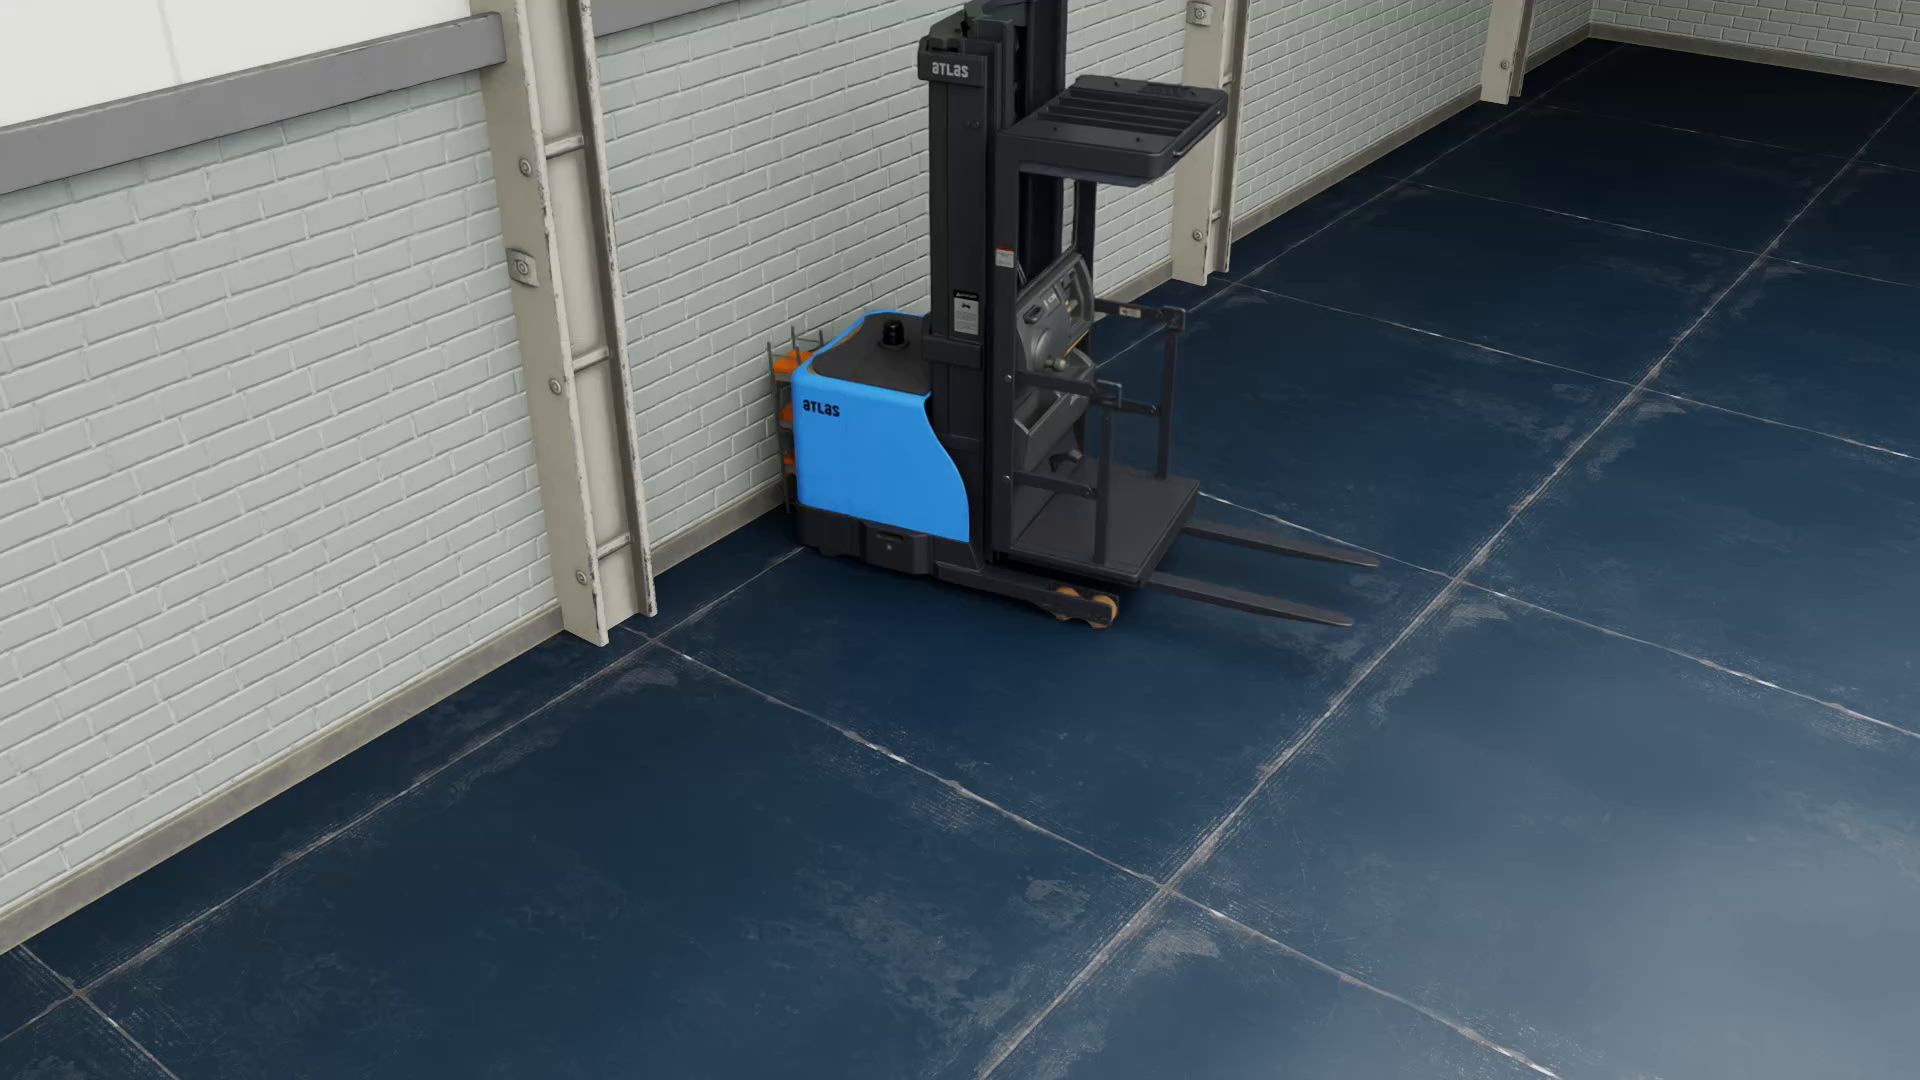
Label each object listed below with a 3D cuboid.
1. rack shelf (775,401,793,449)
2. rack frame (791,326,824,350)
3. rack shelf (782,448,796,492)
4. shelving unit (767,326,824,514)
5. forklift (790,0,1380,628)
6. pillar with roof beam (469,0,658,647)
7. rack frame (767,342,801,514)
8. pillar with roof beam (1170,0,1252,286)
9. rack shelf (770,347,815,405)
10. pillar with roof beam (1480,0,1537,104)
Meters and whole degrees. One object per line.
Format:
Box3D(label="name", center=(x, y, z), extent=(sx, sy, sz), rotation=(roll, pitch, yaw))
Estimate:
Box3D(label="rack shelf", center=(-0.872, -0.643, 9.313), extent=(0.215, 0.259, 0.240), rotation=(11, 32, 24))
Box3D(label="rack frame", center=(-0.818, -0.707, 9.402), extent=(0.200, 1.050, 0.008), rotation=(11, 32, 24))
Box3D(label="rack shelf", center=(-0.858, -0.400, 9.448), extent=(0.215, 0.259, 0.240), rotation=(11, 32, 24))
Box3D(label="shelving unit", center=(-0.873, -0.652, 9.308), extent=(0.215, 1.050, 0.252), rotation=(11, 32, 24))
Box3D(label="forklift", center=(0.664, -1.121, 8.267), extent=(3.031, 2.935, 1.130), rotation=(13, 33, 21))
Box3D(label="pillar with roof beam", center=(1.628, -2.137, 4.030), extent=(9.100, 9.000, 0.400), rotation=(21, 37, 31))
Box3D(label="rack frame", center=(-0.927, -0.596, 9.214), extent=(0.200, 1.050, 0.008), rotation=(11, 32, 24))
Box3D(label="pillar with roof beam", center=(5.250, -4.576, 8.145), extent=(9.100, 9.000, 0.400), rotation=(21, 37, 31))
Box3D(label="rack shelf", center=(-0.887, -0.890, 9.175), extent=(0.215, 0.259, 0.240), rotation=(11, 32, 24))
Box3D(label="pillar with roof beam", center=(8.872, -7.015, 12.260), extent=(9.100, 9.000, 0.400), rotation=(21, 37, 31))
